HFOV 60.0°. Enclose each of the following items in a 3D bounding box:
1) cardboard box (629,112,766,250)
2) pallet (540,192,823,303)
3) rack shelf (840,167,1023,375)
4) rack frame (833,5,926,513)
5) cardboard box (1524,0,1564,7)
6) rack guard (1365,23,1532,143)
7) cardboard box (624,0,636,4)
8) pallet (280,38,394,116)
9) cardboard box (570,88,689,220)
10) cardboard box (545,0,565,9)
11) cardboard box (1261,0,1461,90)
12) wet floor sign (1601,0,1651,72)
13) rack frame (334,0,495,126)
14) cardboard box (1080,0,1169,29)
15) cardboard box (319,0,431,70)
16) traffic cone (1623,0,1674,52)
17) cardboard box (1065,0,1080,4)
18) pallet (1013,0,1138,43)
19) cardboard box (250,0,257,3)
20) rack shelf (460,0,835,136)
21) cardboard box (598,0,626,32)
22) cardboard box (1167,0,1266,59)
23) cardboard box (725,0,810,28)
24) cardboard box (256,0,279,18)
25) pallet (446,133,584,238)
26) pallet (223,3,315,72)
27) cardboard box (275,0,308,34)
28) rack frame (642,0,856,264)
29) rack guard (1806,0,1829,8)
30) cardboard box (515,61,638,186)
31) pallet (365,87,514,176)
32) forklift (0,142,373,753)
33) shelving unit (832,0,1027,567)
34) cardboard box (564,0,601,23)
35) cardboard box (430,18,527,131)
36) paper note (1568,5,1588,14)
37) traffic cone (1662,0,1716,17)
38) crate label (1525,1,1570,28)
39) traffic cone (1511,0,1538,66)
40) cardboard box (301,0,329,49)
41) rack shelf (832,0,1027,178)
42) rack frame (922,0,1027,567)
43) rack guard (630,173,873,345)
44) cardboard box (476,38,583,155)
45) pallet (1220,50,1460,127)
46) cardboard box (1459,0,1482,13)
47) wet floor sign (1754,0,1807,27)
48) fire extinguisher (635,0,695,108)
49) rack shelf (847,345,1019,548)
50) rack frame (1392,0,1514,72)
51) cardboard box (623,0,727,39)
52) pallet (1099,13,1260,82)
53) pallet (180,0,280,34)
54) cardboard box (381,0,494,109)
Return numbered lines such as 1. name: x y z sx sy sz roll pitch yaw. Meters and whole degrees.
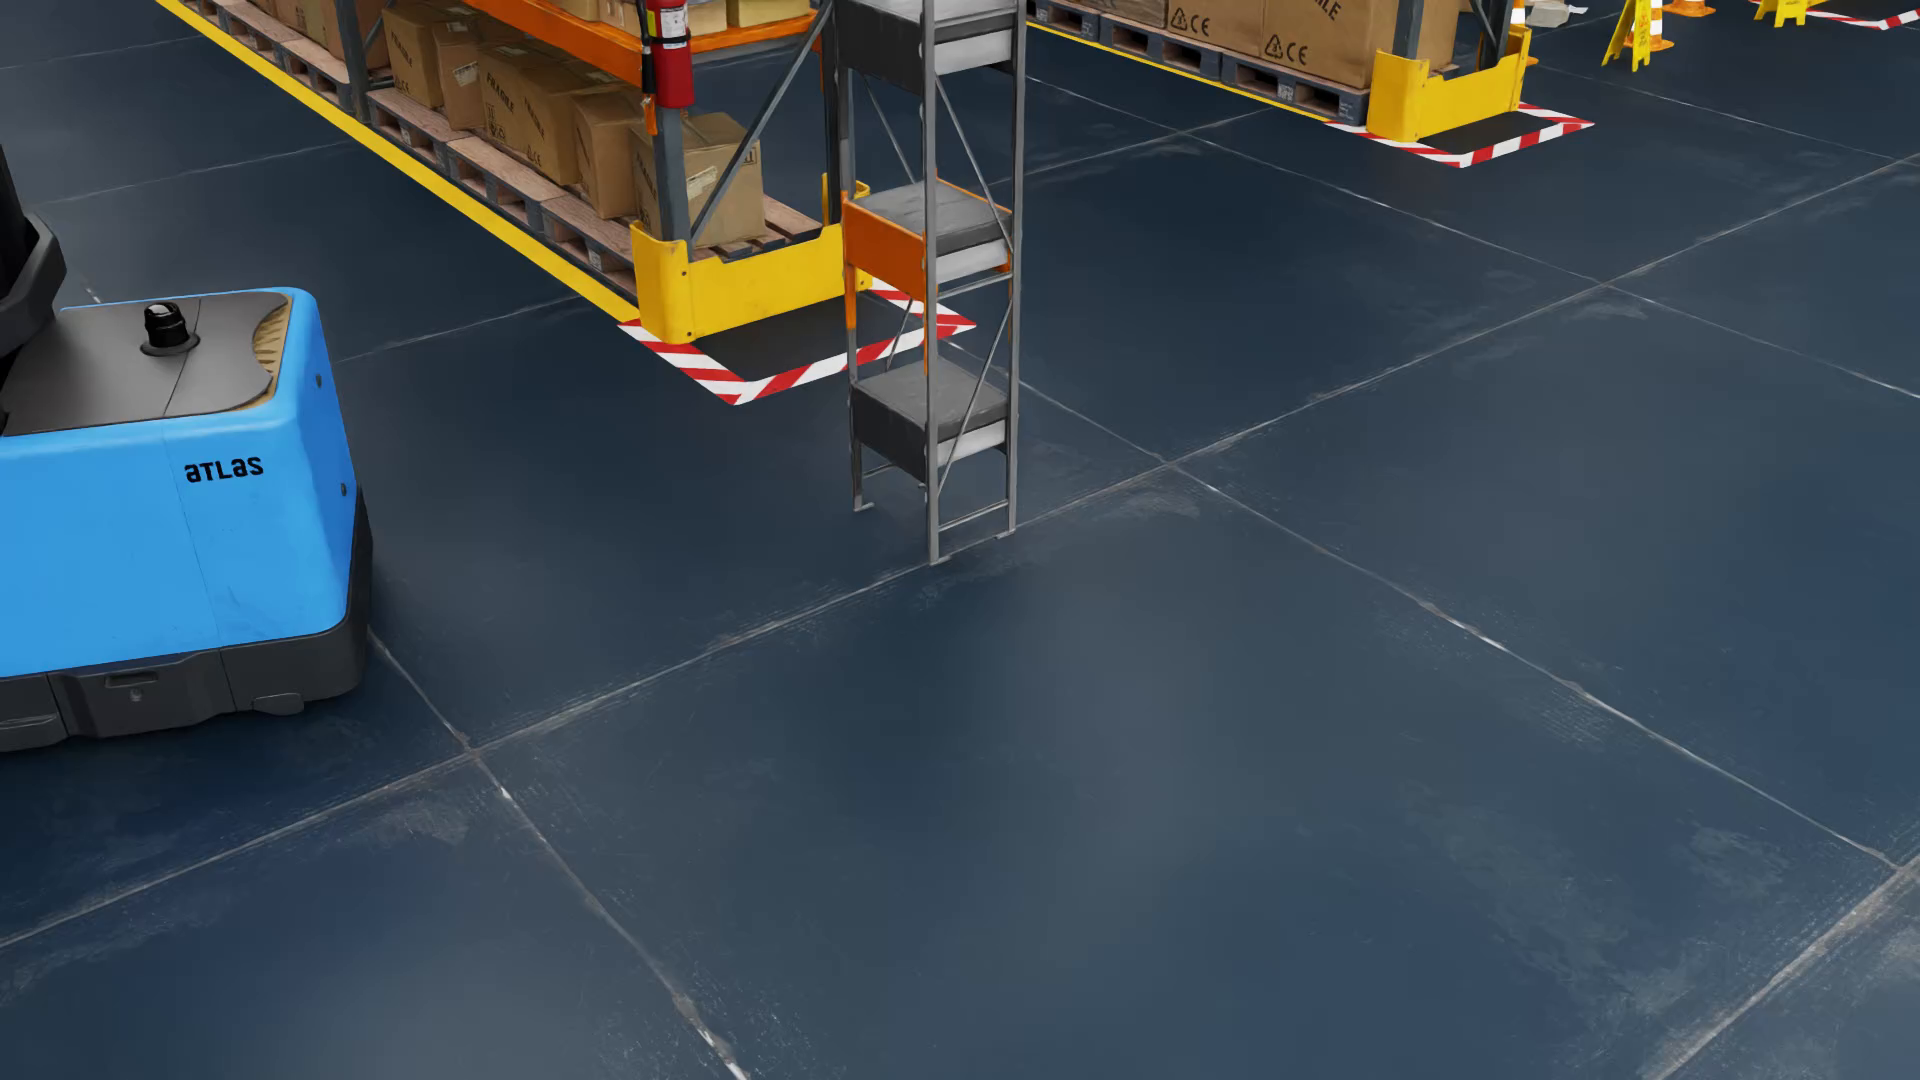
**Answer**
1. cardboard box: -1.299 -1.776 8.237 0.500 0.500 0.500 -15 35 -23
2. pallet: -1.446 -1.591 8.611 1.003 0.211 1.213 -22 38 -31
3. rack shelf: -0.101 -0.949 5.814 0.431 0.518 0.480 -22 38 -31
4. rack frame: -0.251 -1.063 5.971 0.400 2.100 0.015 -22 38 -31
5. cardboard box: 4.500 -4.281 13.002 0.380 0.149 0.250 -4 32 -7
6. rack guard: 3.066 -2.884 10.420 1.175 0.500 0.348 -22 38 -31
7. cardboard box: -1.245 -2.800 7.539 0.875 0.500 0.500 -22 38 -31
8. pallet: -3.861 -3.200 11.202 1.003 0.211 1.213 -22 38 -31
9. cardboard box: -1.692 -2.014 8.620 0.500 0.500 0.500 -12 34 -19
10. cardboard box: -1.755 -2.640 7.895 0.380 0.149 0.250 -22 38 -31
11. cardboard box: 2.583 -3.493 10.647 0.875 0.875 0.875 -22 38 -31
12. wet floor sign: 4.633 -3.584 11.410 0.232 0.644 0.267 26 40 35
13. rack frame: -3.382 -4.060 9.945 1.000 3.000 0.127 -22 38 -31
14. cardboard box: 1.484 -4.240 11.849 0.875 0.875 0.875 -22 38 -31
15. cardboard box: -3.742 -3.448 10.911 0.700 0.500 0.500 -26 40 -35
16. traffic cone: 4.948 -3.783 11.902 0.336 0.463 0.334 -22 38 -31
17. cardboard box: 0.928 -4.614 12.452 0.875 0.875 0.875 -22 38 -31
18. pallet: 1.002 -4.096 12.645 1.003 0.211 1.213 -22 38 -31
19. cardboard box: -5.058 -4.353 12.367 0.700 0.500 0.500 -26 40 -35
20. rack shelf: -2.156 -2.921 8.792 1.077 0.370 4.000 -22 38 -31
21. cardboard box: -1.420 -2.443 7.579 0.380 0.149 0.250 -22 38 -31
22. cardboard box: 2.042 -3.859 11.236 0.875 0.875 0.875 -23 39 -32
23. cardboard box: -0.916 -2.483 7.642 0.380 0.149 0.250 -22 38 -31
24. cardboard box: -4.705 -4.119 11.991 0.700 0.500 0.500 -19 37 -28
25. pallet: -2.190 -2.099 9.429 1.003 0.211 1.213 -22 38 -31
26. pallet: -4.613 -3.709 12.021 1.003 0.211 1.213 -22 38 -31
27. cardboard box: -4.363 -3.886 11.616 0.700 0.500 0.500 -26 40 -35
28. rack frame: -0.929 -2.393 7.261 1.000 3.000 0.127 -22 38 -31
29. rack guard: 6.852 -4.569 13.133 1.175 0.500 0.348 -22 38 -31
30. cardboard box: -2.061 -2.281 9.050 0.500 0.500 0.500 -19 36 -27
31. pallet: -2.942 -2.607 10.248 1.003 0.211 1.213 -22 38 -31
32. forklift: -3.511 -0.758 4.693 3.031 2.935 1.130 -8 33 -12
33. shelving unit: -0.101 -0.961 5.807 0.431 2.100 0.503 -22 38 -31
34. cardboard box: -1.614 -2.531 7.720 0.380 0.149 0.250 -22 38 -31
35. cardboard box: -2.811 -2.761 9.824 0.500 0.500 0.500 -11 33 -16
36. paper note: 4.747 -4.088 12.804 0.142 0.019 0.148 18 36 27
37. traffic cone: 5.616 -4.284 12.709 0.336 0.463 0.334 -22 38 -31
38. crate label: 4.417 -3.952 12.484 0.298 0.136 0.250 12 34 19
39. traffic cone: 3.847 -3.559 11.542 0.336 0.463 0.334 -22 38 -31
40. cardboard box: -4.019 -3.653 11.241 0.700 0.500 0.500 -23 38 -32
41. rack shelf: -0.101 -1.544 5.445 0.431 0.518 0.480 -22 38 -31
42. rack frame: 0.048 -0.859 5.643 0.400 2.100 0.015 -22 38 -31
43. rack guard: -0.976 -1.363 7.971 1.175 0.500 0.348 -22 38 -31
44. cardboard box: -2.368 -2.528 9.448 0.500 0.500 0.500 -26 40 -35
45. pallet: 2.499 -3.079 11.008 1.003 0.211 1.213 -22 38 -31
46. cardboard box: 3.822 -4.452 12.941 0.637 0.503 0.797 6 32 10
47. wet floor sign: 6.170 -4.174 12.359 0.267 0.644 0.232 -10 33 -15
48. fire extinguisher: -1.223 -2.164 6.964 0.296 0.674 0.183 -22 38 -31
49. rack shelf: -0.102 -0.355 6.184 0.431 0.518 0.480 -22 38 -31
50. rack frame: 3.051 -3.956 9.777 1.000 3.000 0.127 -22 38 -31
51. cardboard box: -1.267 -2.339 7.411 0.380 0.149 0.250 -22 38 -31
52. pallet: 1.755 -3.587 11.826 1.003 0.211 1.213 -22 38 -31
53. pallet: -5.357 -4.217 12.839 1.003 0.211 1.213 -22 38 -31
54. cardboard box: -3.168 -2.997 10.204 0.500 0.500 0.500 -24 39 -33
